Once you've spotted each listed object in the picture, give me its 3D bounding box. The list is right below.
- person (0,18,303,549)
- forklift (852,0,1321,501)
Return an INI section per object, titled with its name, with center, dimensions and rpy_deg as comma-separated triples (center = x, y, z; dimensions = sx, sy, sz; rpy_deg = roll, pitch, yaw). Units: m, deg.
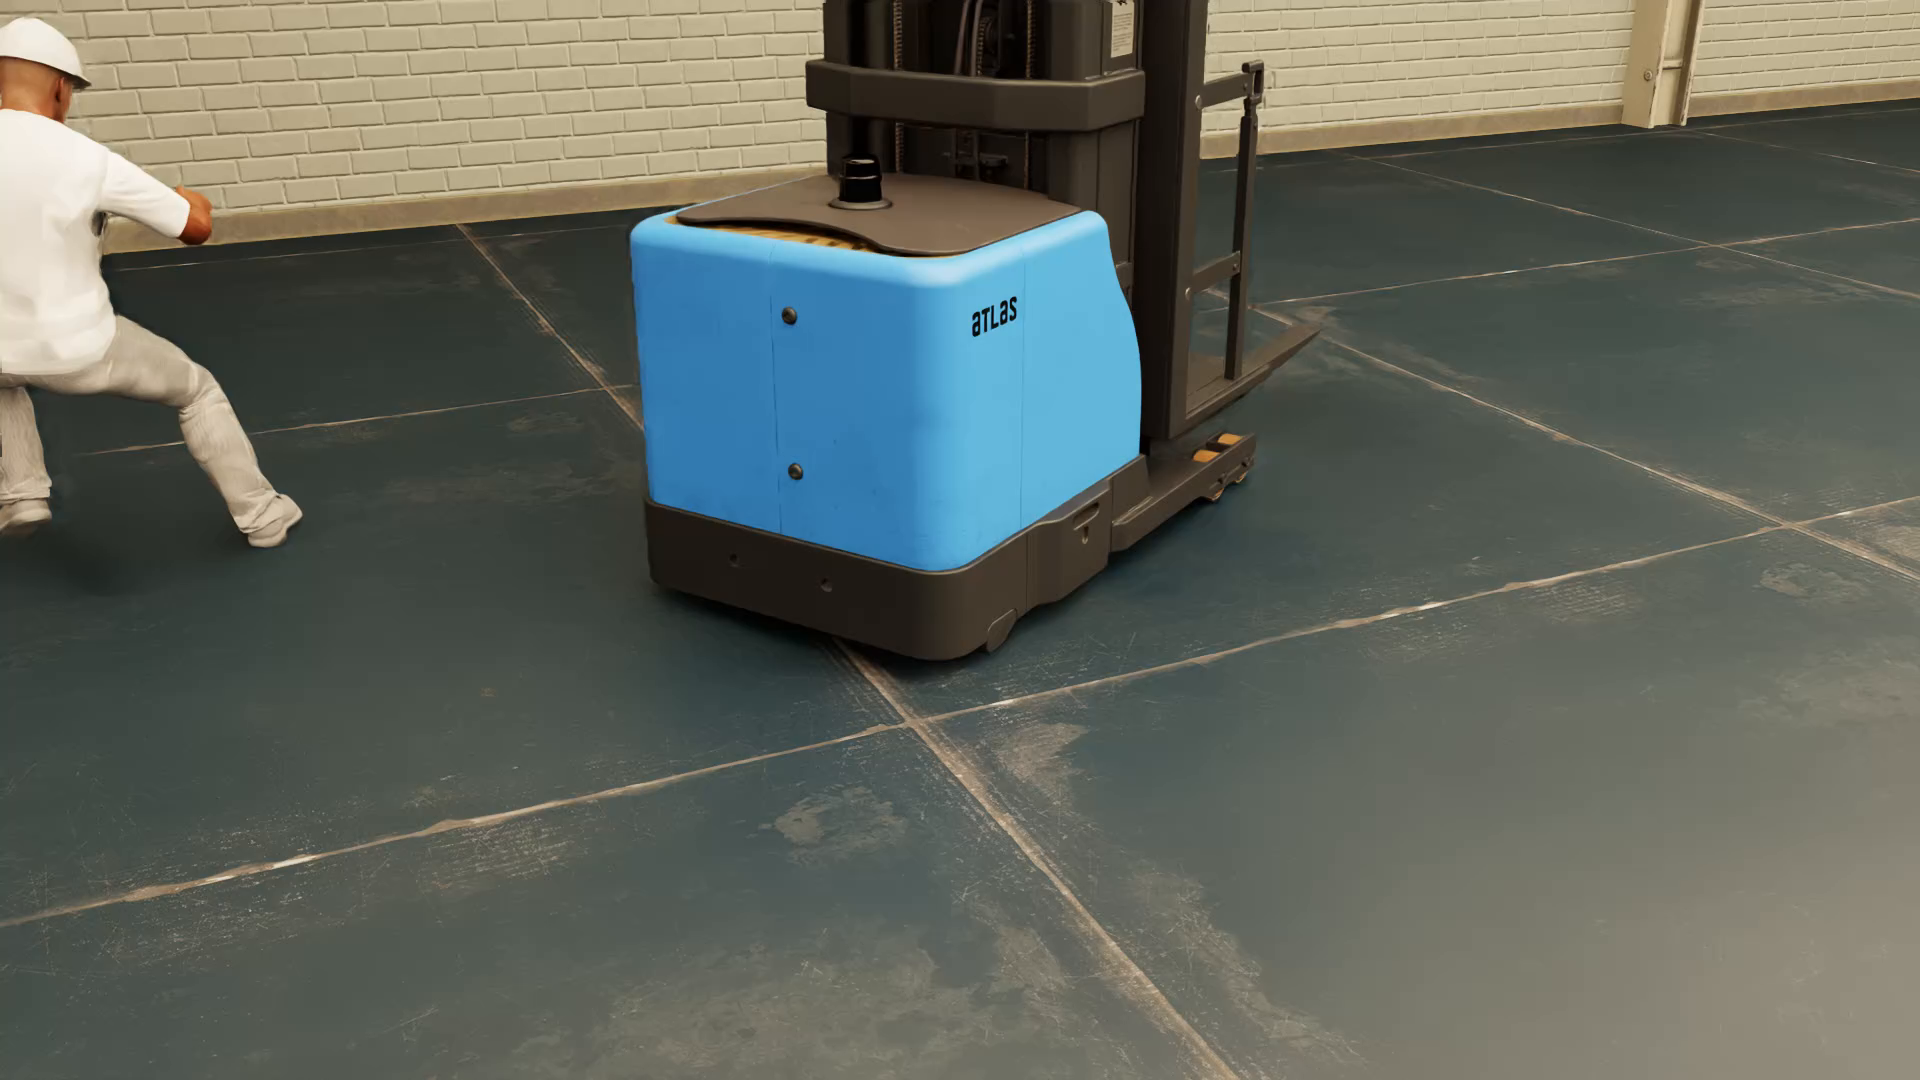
[person]
center = -2.574, -0.701, 4.782
dimensions = 1.019, 1.550, 0.780
rpy_deg = -1, 23, -3
[forklift]
center = 0.338, -1.565, 5.054
dimensions = 1.121, 2.935, 3.031
rpy_deg = 14, 26, 29
